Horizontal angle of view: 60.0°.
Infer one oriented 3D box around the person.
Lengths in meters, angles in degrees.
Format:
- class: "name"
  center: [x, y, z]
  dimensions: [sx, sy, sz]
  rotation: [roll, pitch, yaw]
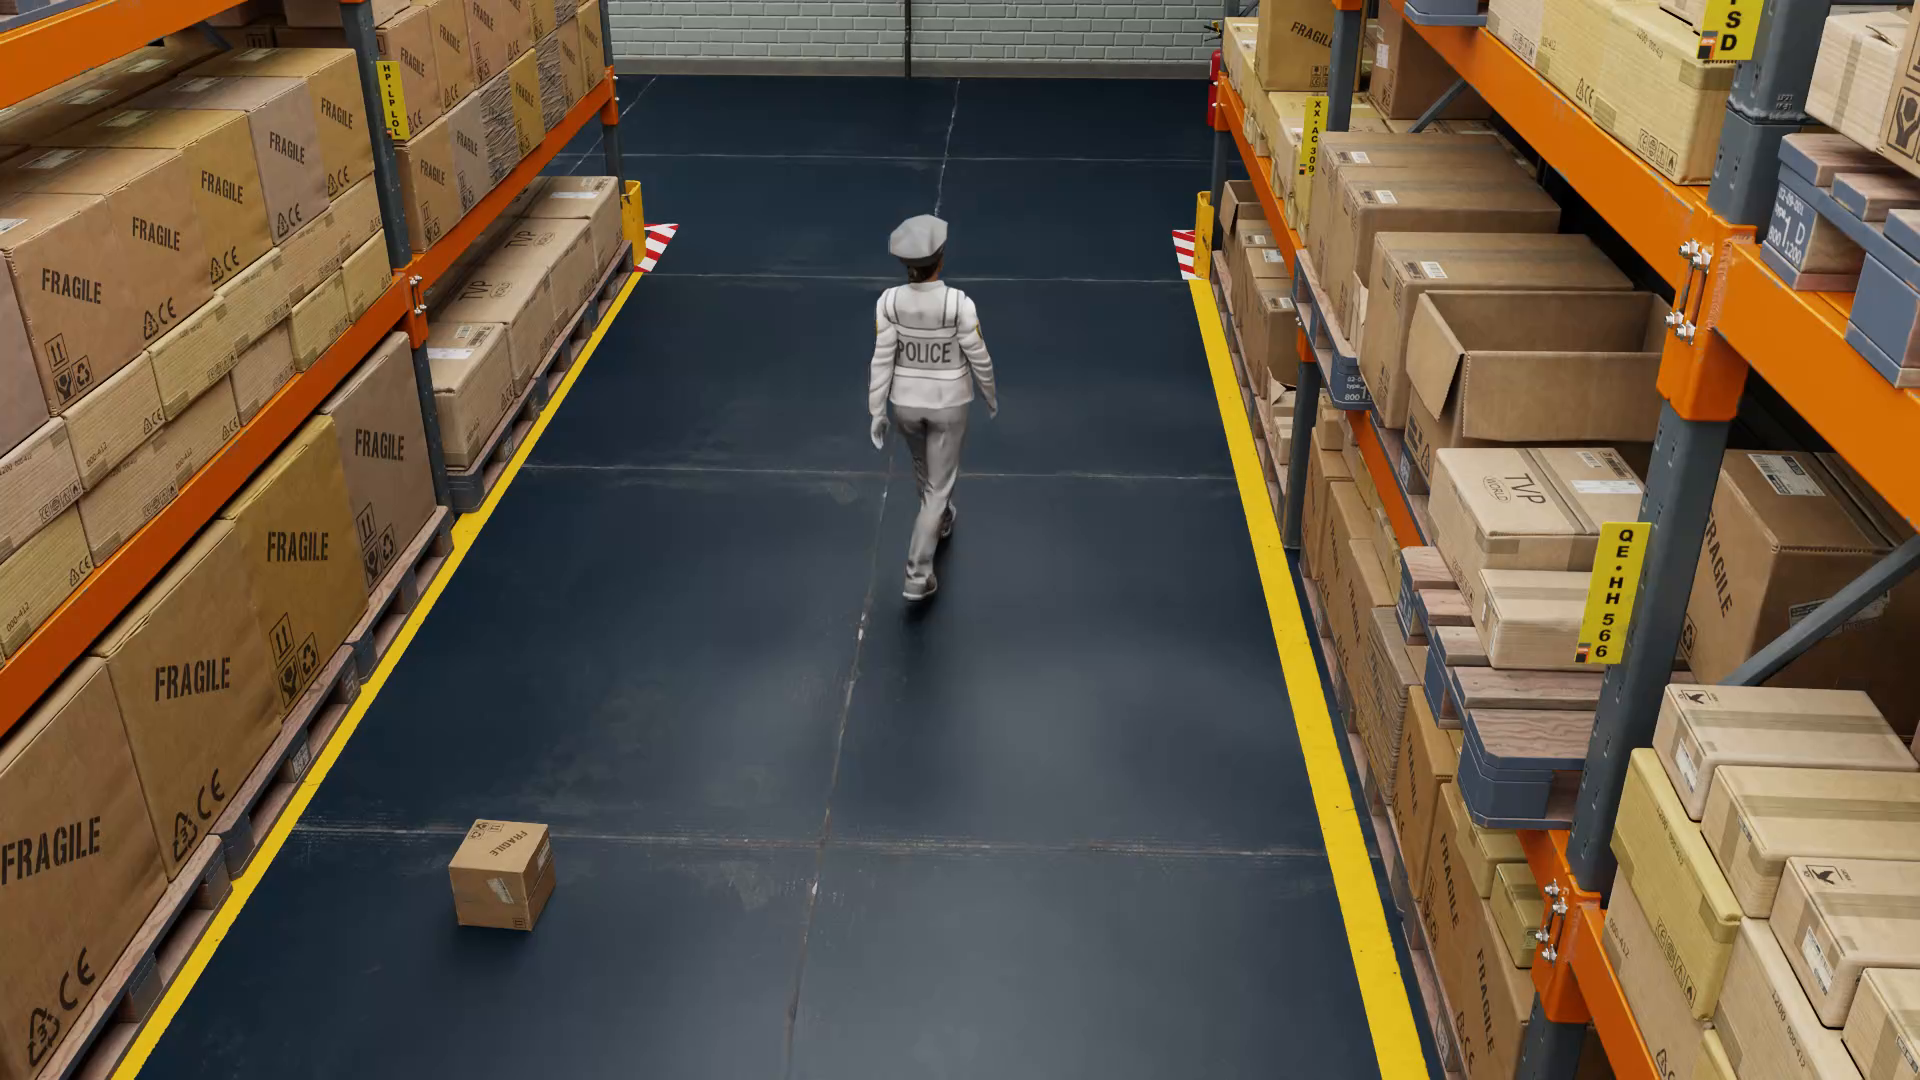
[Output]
- class: "person"
  center: [-0.106, -0.618, 7.238]
  dimensions: [0.511, 1.636, 0.995]
  rotation: [8, 29, 15]
